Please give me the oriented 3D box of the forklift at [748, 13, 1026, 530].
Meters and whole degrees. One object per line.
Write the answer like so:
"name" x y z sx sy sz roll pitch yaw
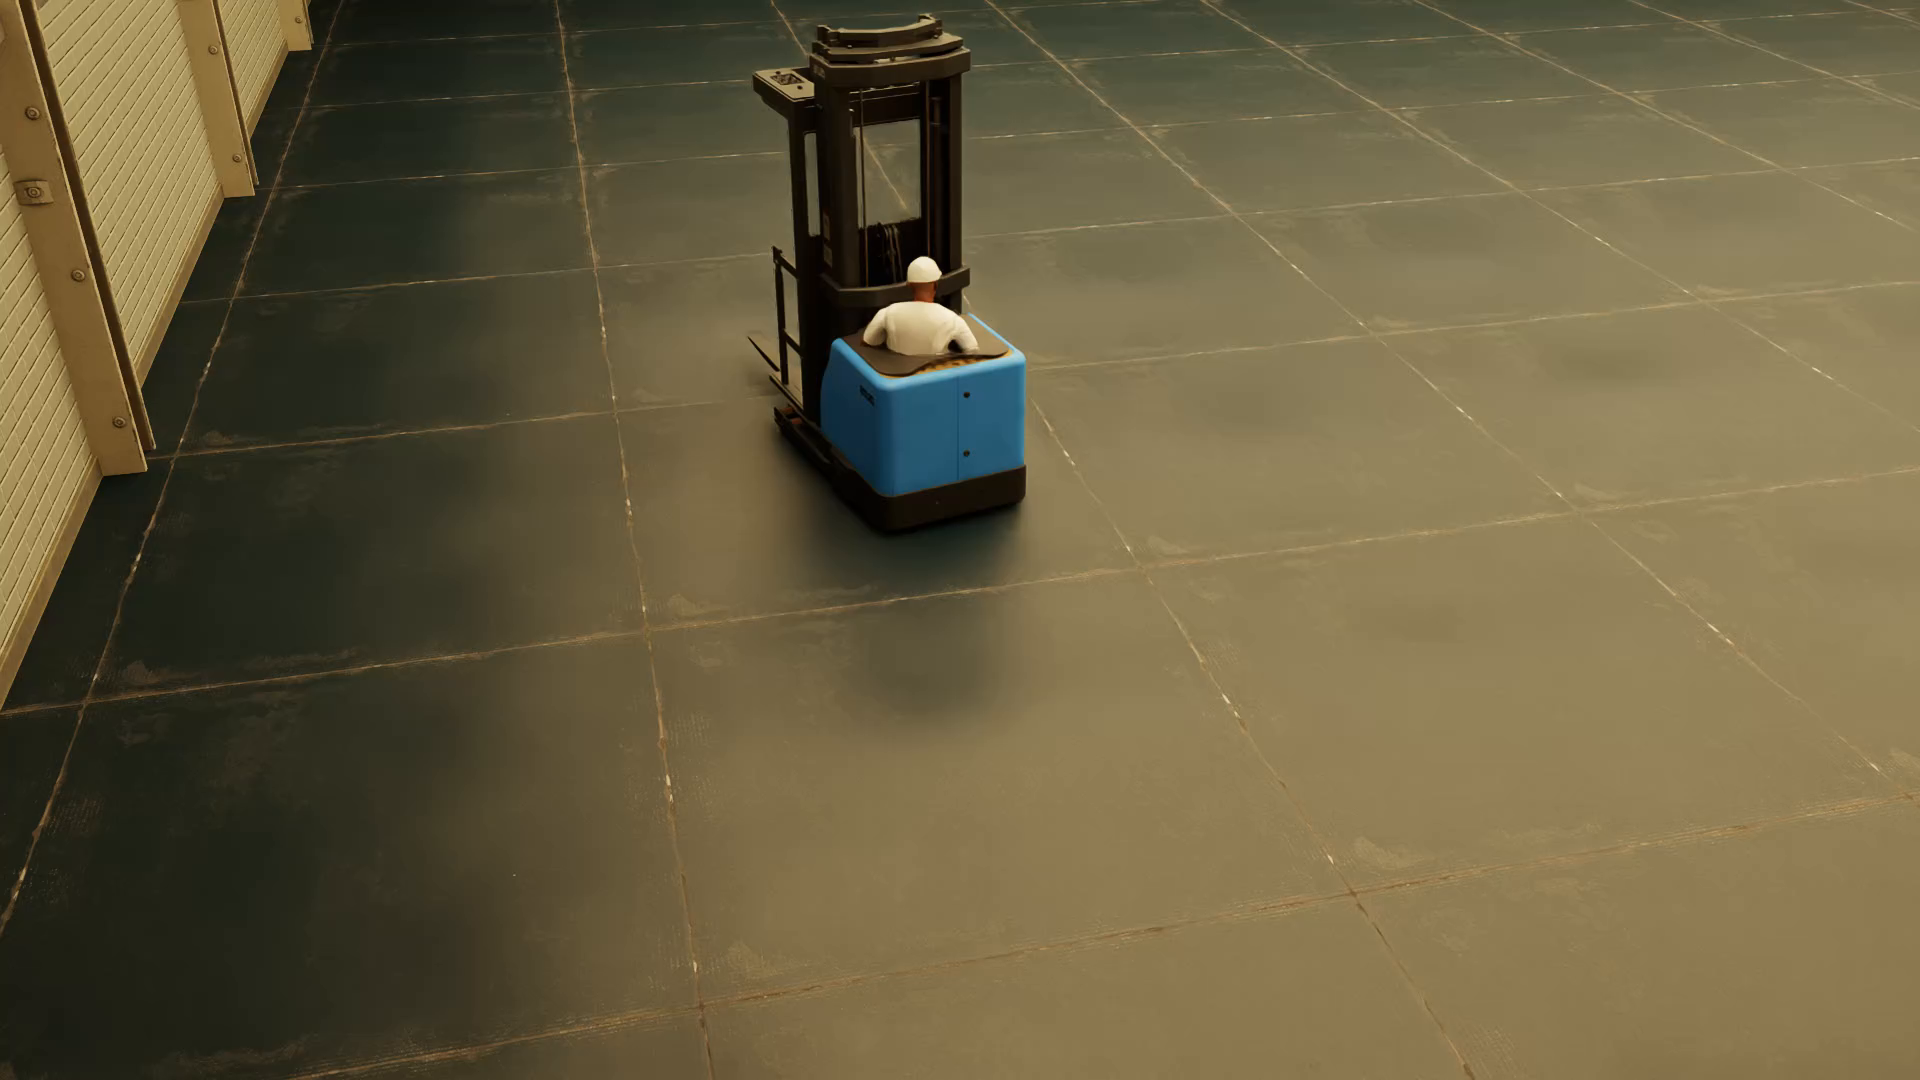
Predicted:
"forklift" -0.668 -2.048 11.112 1.130 2.935 3.031 -14 33 -22

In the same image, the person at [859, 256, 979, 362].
"person" -0.251 -1.024 10.675 0.826 1.735 0.583 8 31 13
